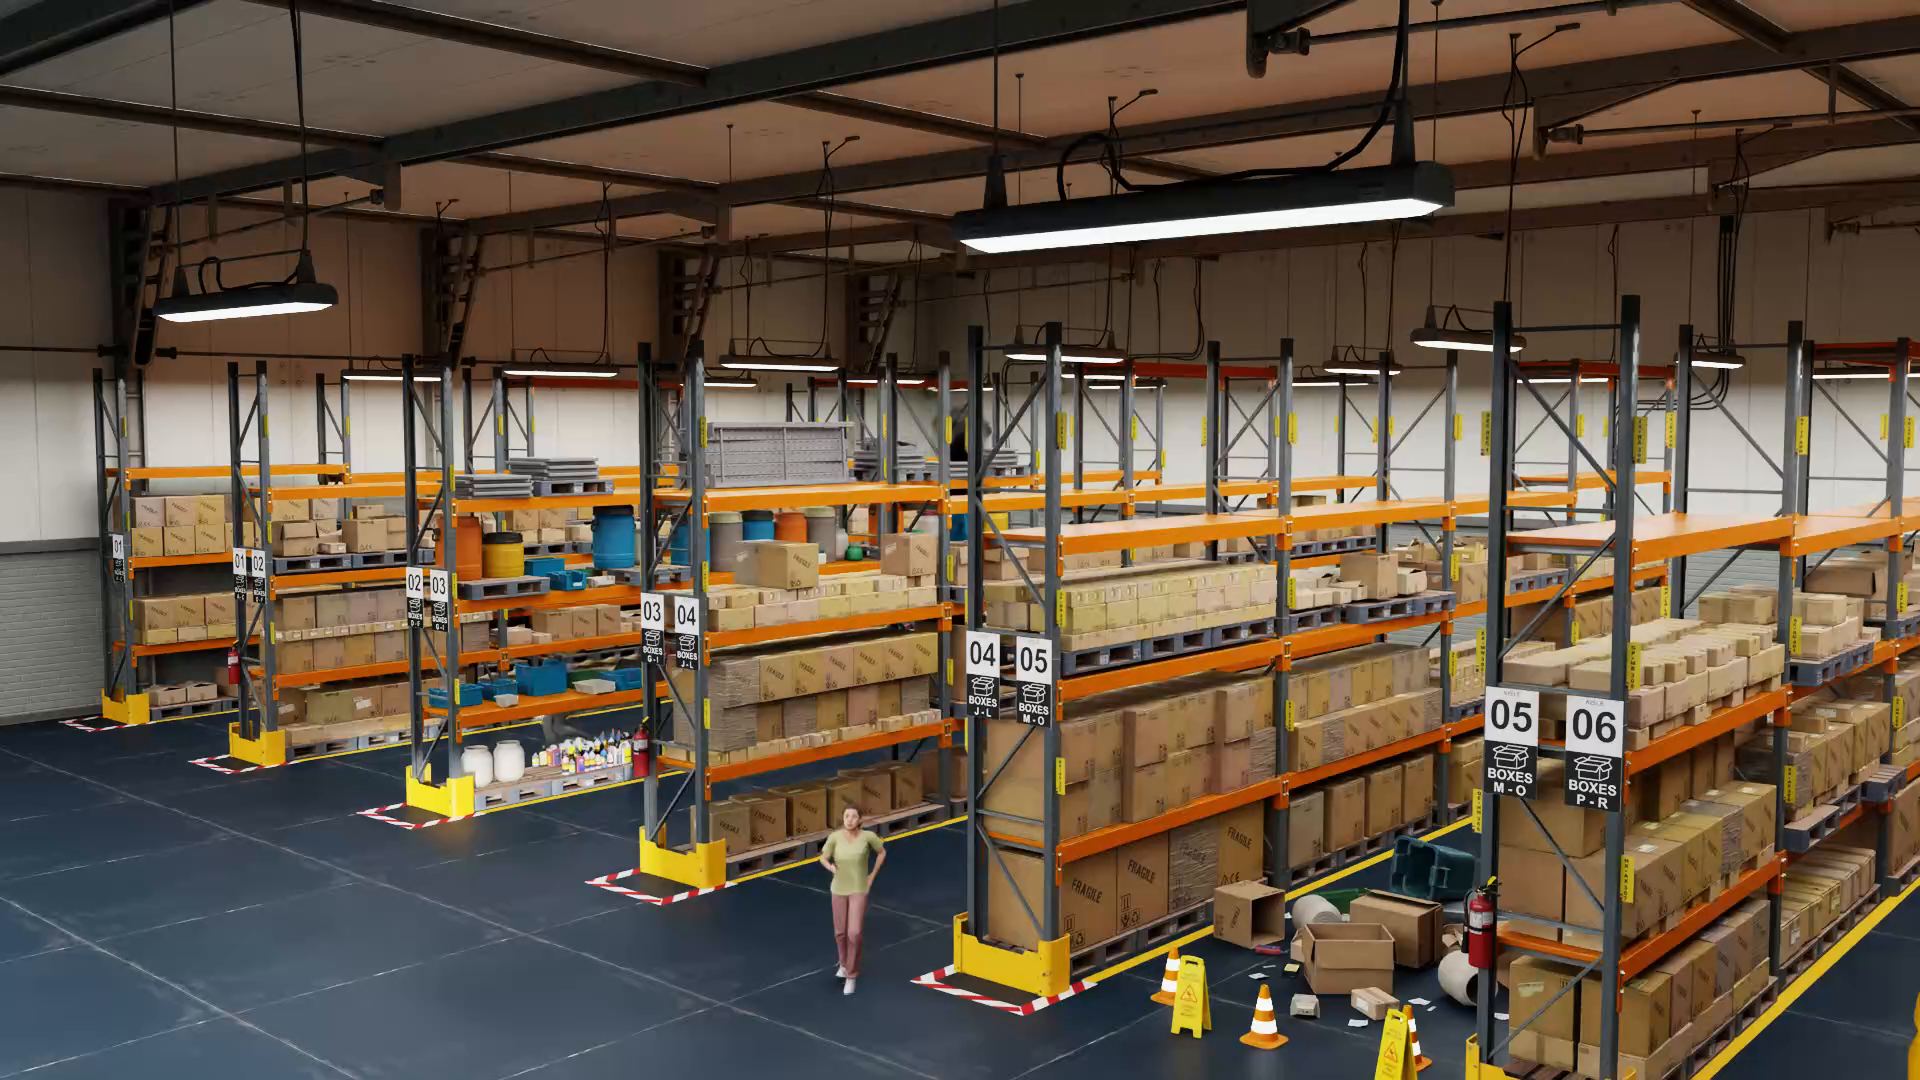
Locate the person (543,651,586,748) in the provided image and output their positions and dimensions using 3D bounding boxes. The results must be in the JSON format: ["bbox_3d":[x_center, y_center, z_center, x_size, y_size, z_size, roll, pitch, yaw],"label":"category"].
[{"bbox_3d":[-6.012,2.508,25.199,0.723,1.675,0.598,-3,5,-38],"label":"person"}]

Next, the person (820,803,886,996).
[{"bbox_3d":[-0.990,3.229,15.075,0.574,1.717,0.648,1,4,10],"label":"person"}]
